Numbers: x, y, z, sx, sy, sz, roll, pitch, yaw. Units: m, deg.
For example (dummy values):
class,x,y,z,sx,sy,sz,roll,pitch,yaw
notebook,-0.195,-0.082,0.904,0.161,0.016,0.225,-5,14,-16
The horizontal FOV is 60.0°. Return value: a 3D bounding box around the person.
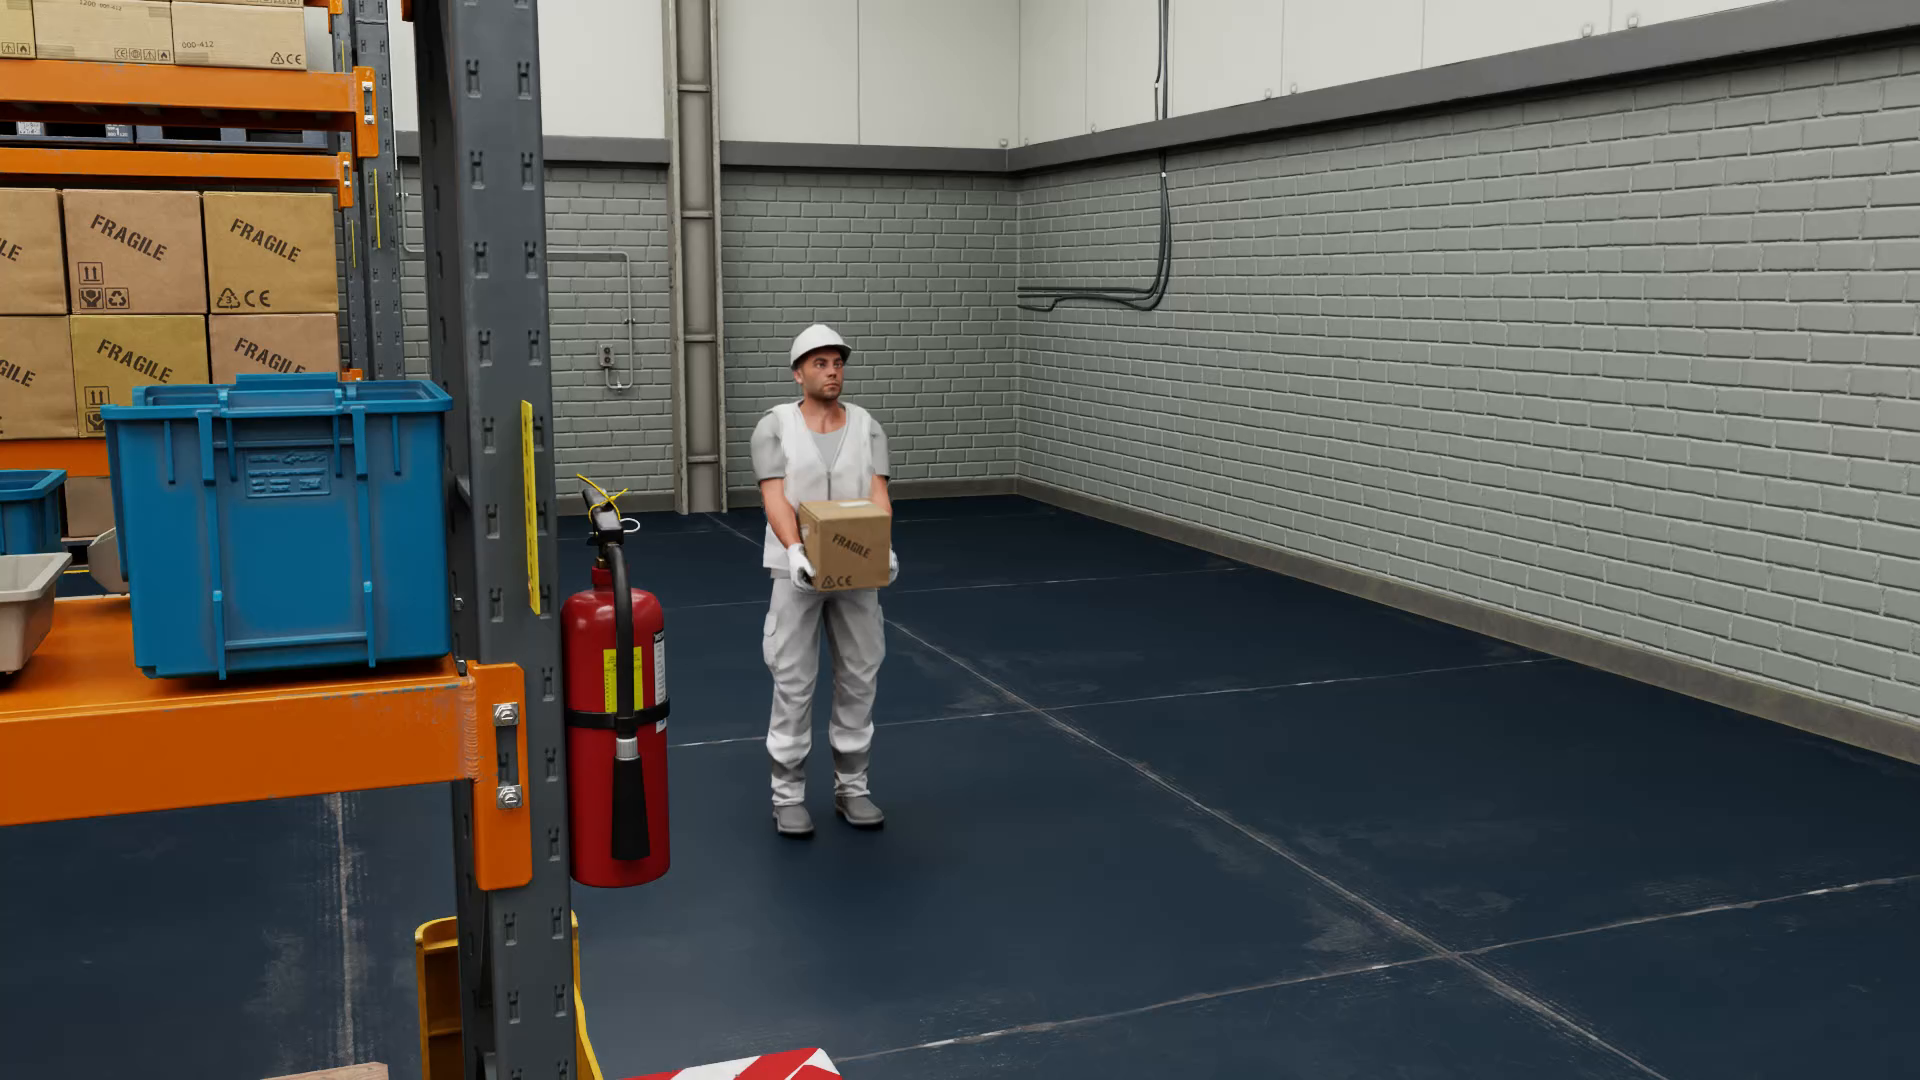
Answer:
class,x,y,z,sx,sy,sz,roll,pitch,yaw
person,-0.446,0.148,5.824,0.505,1.787,0.564,-3,9,-21
